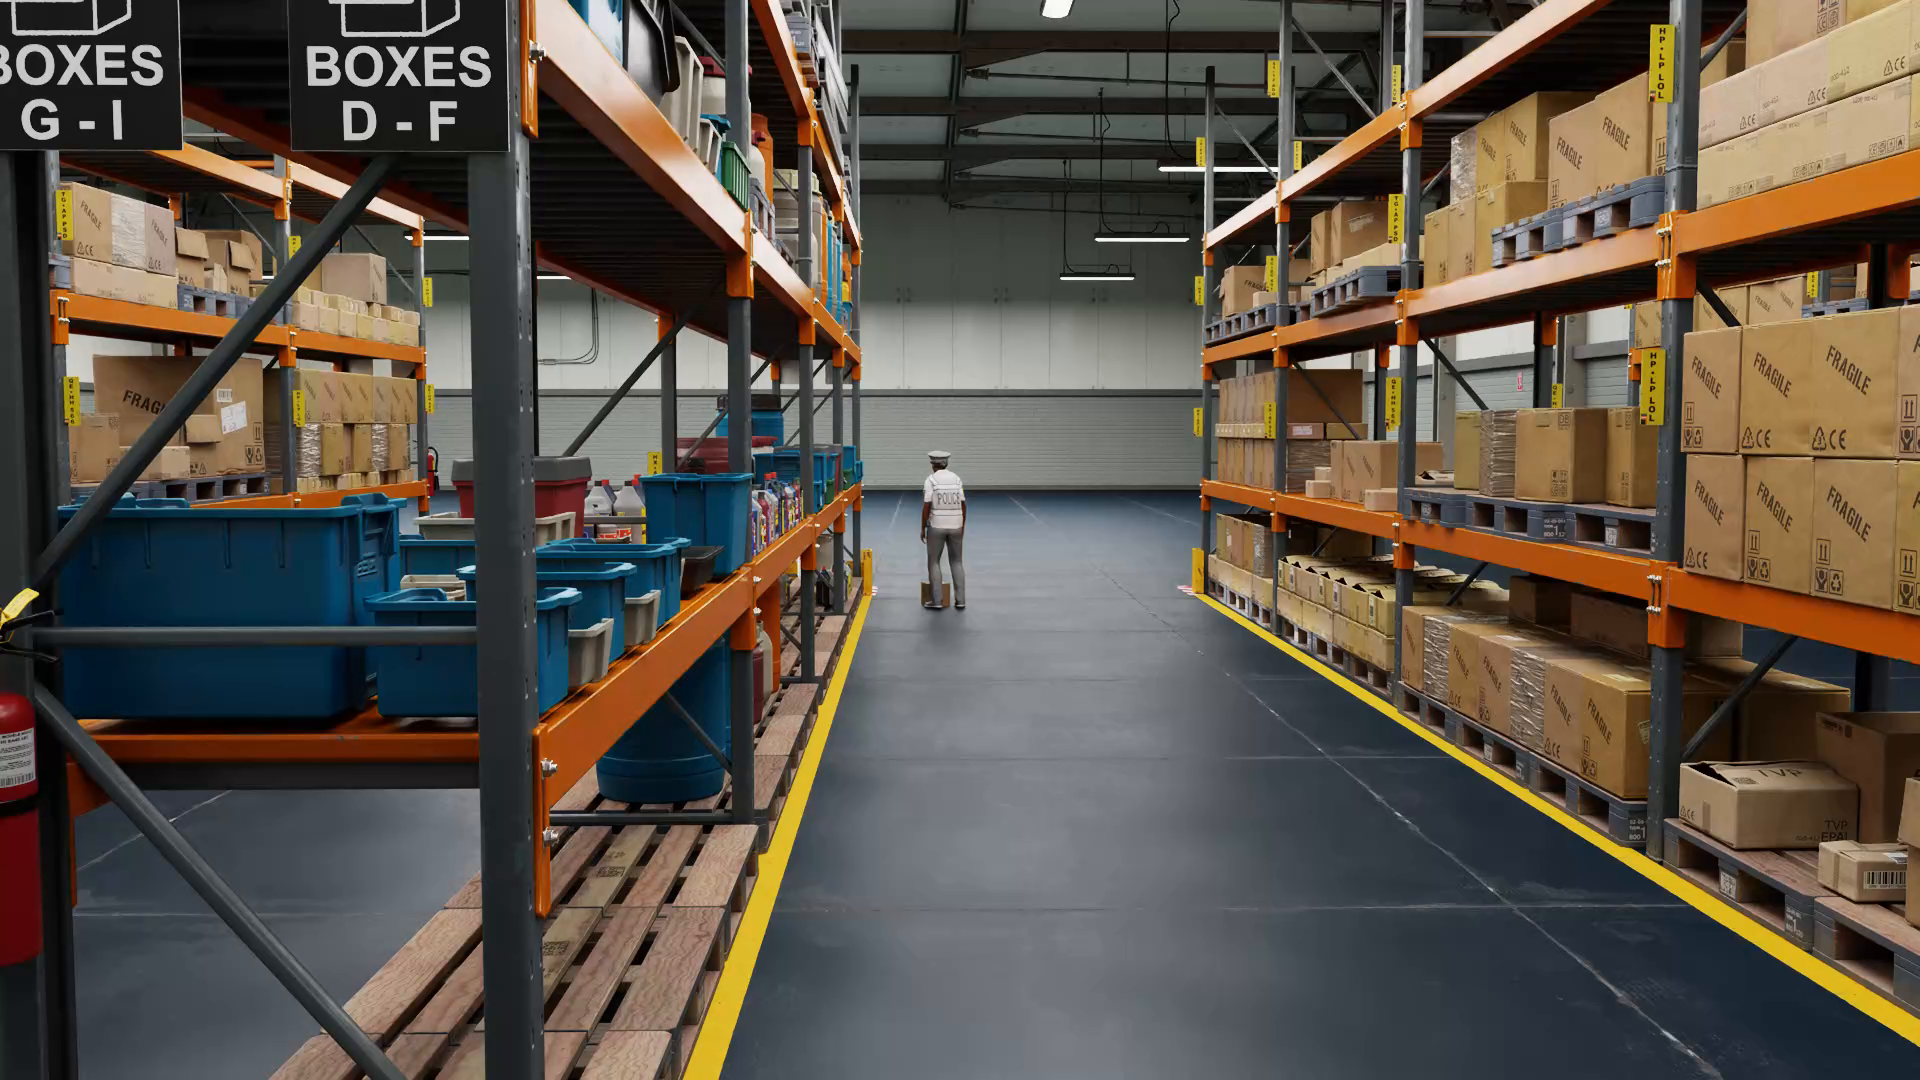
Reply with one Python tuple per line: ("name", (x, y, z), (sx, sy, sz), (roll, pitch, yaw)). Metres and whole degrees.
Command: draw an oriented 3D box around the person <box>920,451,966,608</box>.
("person", (-0.164, -0.108, 17.583), (0.526, 1.661, 0.396), (-2, 4, -22))
